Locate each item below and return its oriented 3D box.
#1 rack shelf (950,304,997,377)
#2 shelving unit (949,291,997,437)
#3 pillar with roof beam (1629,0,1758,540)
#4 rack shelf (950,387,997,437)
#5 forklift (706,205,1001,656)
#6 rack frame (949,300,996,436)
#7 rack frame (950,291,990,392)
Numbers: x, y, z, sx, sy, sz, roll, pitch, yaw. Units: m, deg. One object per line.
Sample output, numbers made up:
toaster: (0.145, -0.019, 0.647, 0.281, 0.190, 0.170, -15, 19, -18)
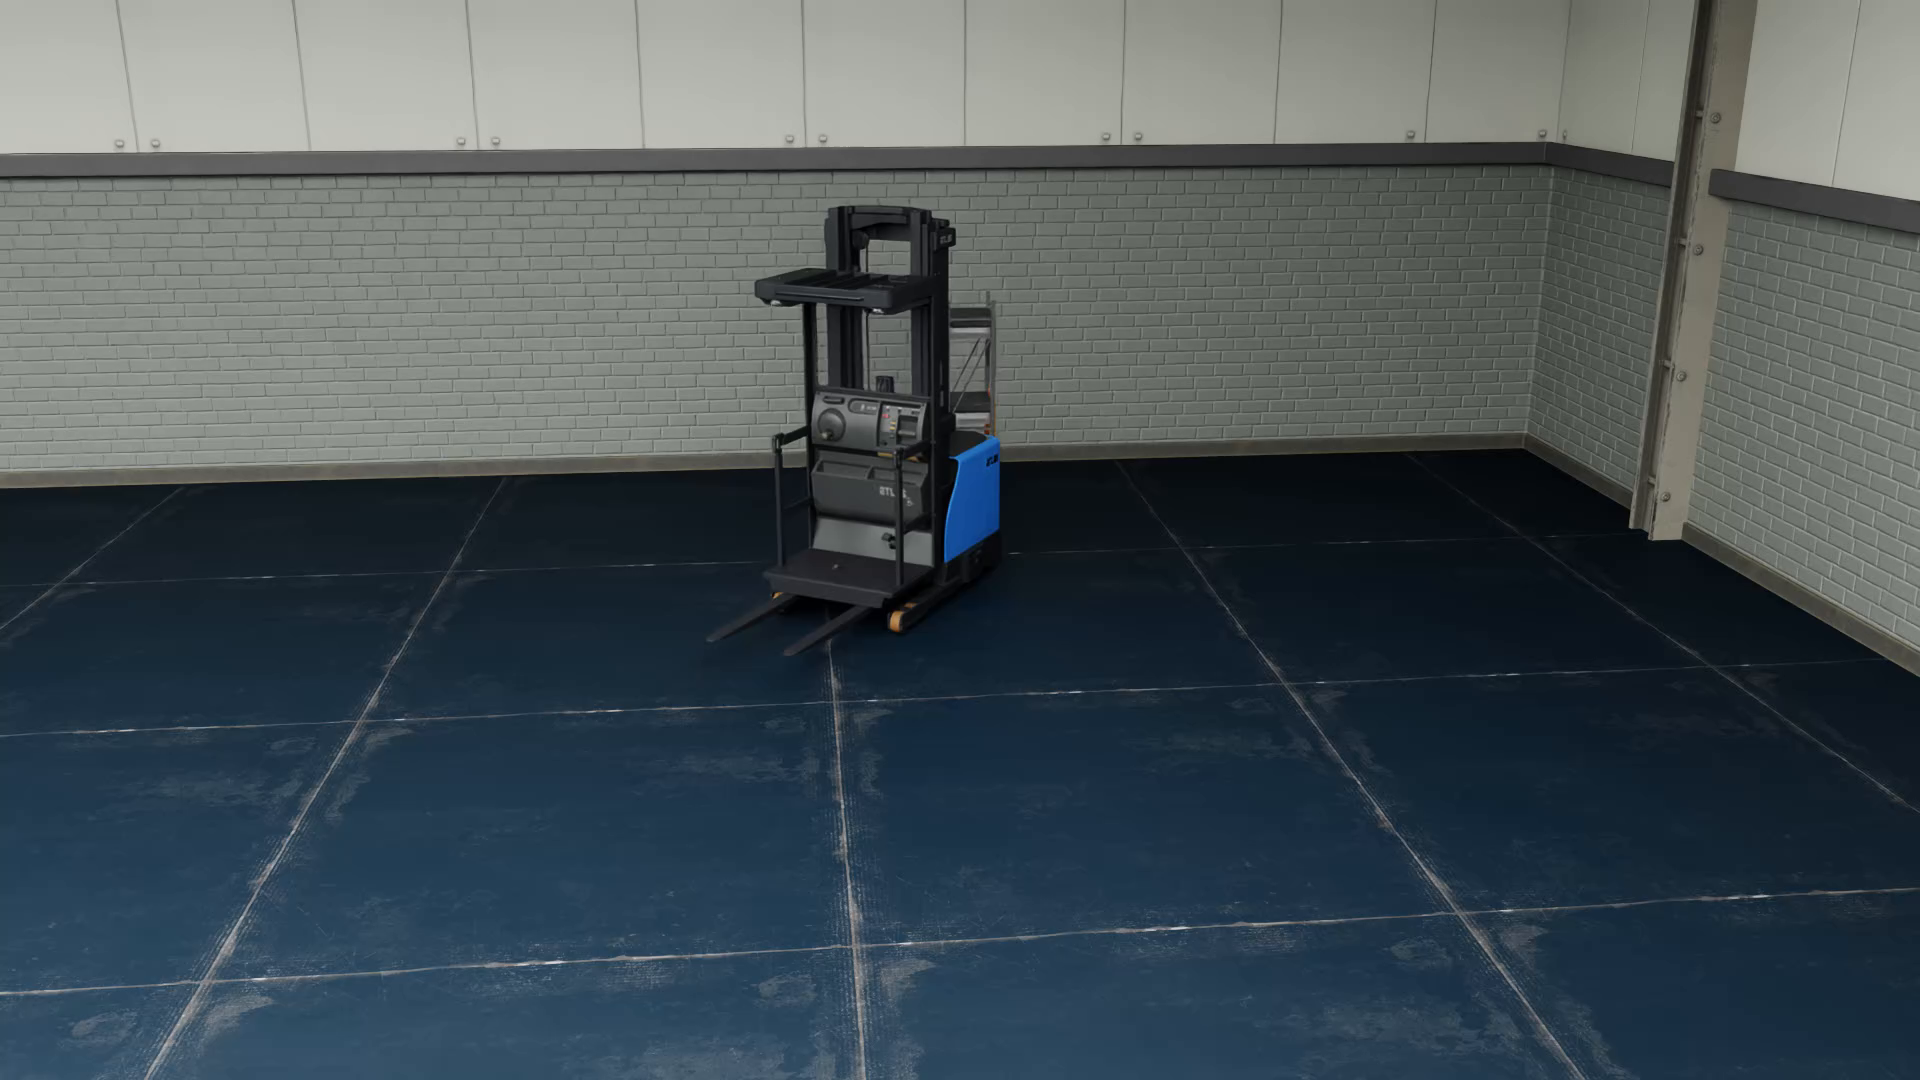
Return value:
rack shelf: (0.065, -1.630, 13.573, 0.431, 0.518, 0.480, -1, 17, -4)
shelving unit: (0.065, -0.975, 13.779, 0.431, 2.100, 0.503, -1, 17, -4)
pillar with roof beam: (1.736, -4.222, 12.601, 9.100, 9.000, 0.400, -2, 18, -6)
rack shelf: (0.065, -0.962, 13.783, 0.431, 0.518, 0.480, -1, 17, -4)
forklift: (-0.763, -0.873, 12.063, 1.130, 2.935, 3.031, 8, 19, 25)
rack frame: (0.083, -0.903, 13.547, 0.400, 2.100, 0.015, -1, 17, -4)
rack frame: (0.047, -1.048, 14.011, 0.400, 2.100, 0.015, -1, 17, -4)
